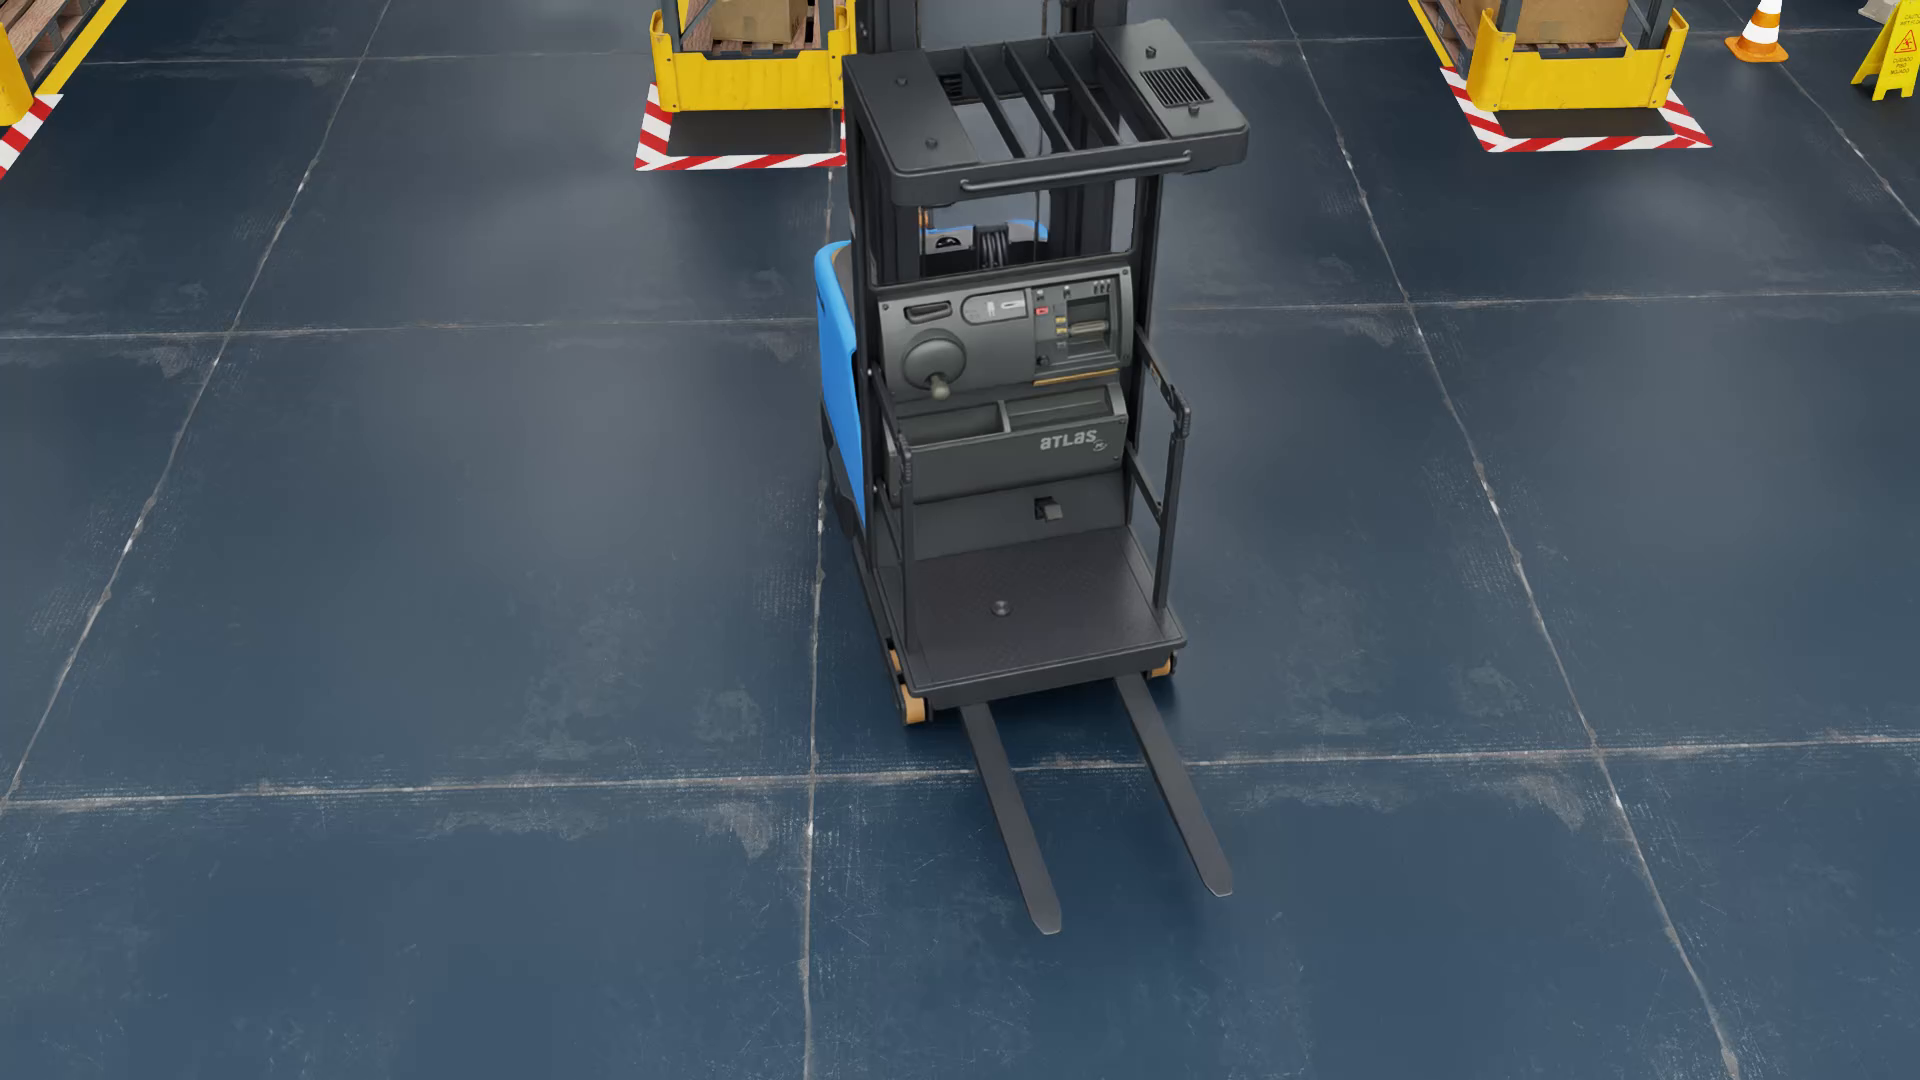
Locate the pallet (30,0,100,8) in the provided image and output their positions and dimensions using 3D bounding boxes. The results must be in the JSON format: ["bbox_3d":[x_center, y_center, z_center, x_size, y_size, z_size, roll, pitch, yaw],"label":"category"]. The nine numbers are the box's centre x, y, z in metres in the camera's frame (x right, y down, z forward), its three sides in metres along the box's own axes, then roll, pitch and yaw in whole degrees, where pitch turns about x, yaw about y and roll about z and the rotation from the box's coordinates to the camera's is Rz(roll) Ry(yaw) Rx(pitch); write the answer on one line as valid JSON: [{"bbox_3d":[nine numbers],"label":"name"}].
[{"bbox_3d":[-6.320,-4.029,11.490,1.003,0.211,1.213,-2,43,-2],"label":"pallet"}]

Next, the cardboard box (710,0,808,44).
[{"bbox_3d":[-1.253,-3.435,10.316,0.500,0.500,0.500,6,43,6],"label":"cardboard box"}]

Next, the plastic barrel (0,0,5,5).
[{"bbox_3d":[-6.317,-3.655,10.548,0.421,0.512,0.421,0,43,0],"label":"plastic barrel"}]

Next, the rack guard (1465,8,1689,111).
[{"bbox_3d":[3.718,-2.916,10.061,1.175,0.500,0.348,-2,43,-2],"label":"rack guard"}]

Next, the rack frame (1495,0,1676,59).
[{"bbox_3d":[3.717,-3.853,9.234,1.000,3.000,0.127,-2,43,-2],"label":"rack frame"}]

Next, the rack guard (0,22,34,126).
[{"bbox_3d":[-6.242,-2.766,9.897,1.175,0.500,0.348,-2,43,-2],"label":"rack guard"}]

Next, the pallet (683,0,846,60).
[{"bbox_3d":[-1.245,-3.352,10.751,1.003,0.211,1.213,-2,43,-2],"label":"pallet"}]

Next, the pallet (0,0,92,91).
[{"bbox_3d":[-6.271,-3.208,10.593,1.003,0.211,1.213,-2,43,-2],"label":"pallet"}]

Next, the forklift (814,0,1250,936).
[{"bbox_3d":[0.227,-0.657,5.798,1.130,2.935,3.031,-10,43,-10],"label":"forklift"}]

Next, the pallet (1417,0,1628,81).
[{"bbox_3d":[3.605,-3.363,10.763,1.003,0.211,1.213,-2,43,-2],"label":"pallet"}]

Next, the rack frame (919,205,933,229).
[{"bbox_3d":[-0.233,-1.007,7.460,0.240,1.200,0.015,-10,43,-10],"label":"rack frame"}]

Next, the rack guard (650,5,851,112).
[{"bbox_3d":[-1.246,-2.909,10.054,1.175,0.500,0.348,-2,43,-2],"label":"rack guard"}]

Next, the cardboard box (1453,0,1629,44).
[{"bbox_3d":[3.622,-3.681,10.307,0.875,0.875,0.875,-1,43,-2],"label":"cardboard box"}]

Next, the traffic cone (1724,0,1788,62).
[{"bbox_3d":[5.113,-3.317,10.527,0.336,0.463,0.334,-2,43,-2],"label":"traffic cone"}]

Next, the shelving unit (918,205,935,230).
[{"bbox_3d":[-0.293,-1.166,7.634,0.258,1.200,0.503,-10,43,-10],"label":"shelving unit"}]

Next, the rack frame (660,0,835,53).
[{"bbox_3d":[-1.243,-3.779,9.153,1.000,3.000,0.127,-2,43,-2],"label":"rack frame"}]

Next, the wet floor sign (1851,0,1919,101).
[{"bbox_3d":[5.696,-3.023,10.070,0.267,0.644,0.232,-8,43,-9],"label":"wet floor sign"}]

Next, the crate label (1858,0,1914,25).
[{"bbox_3d":[6.161,-3.529,10.999,0.250,0.136,0.298,-23,47,-23],"label":"crate label"}]

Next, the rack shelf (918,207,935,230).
[{"bbox_3d":[-0.293,-1.456,7.369,0.258,0.148,0.480,-10,43,-10],"label":"rack shelf"}]
